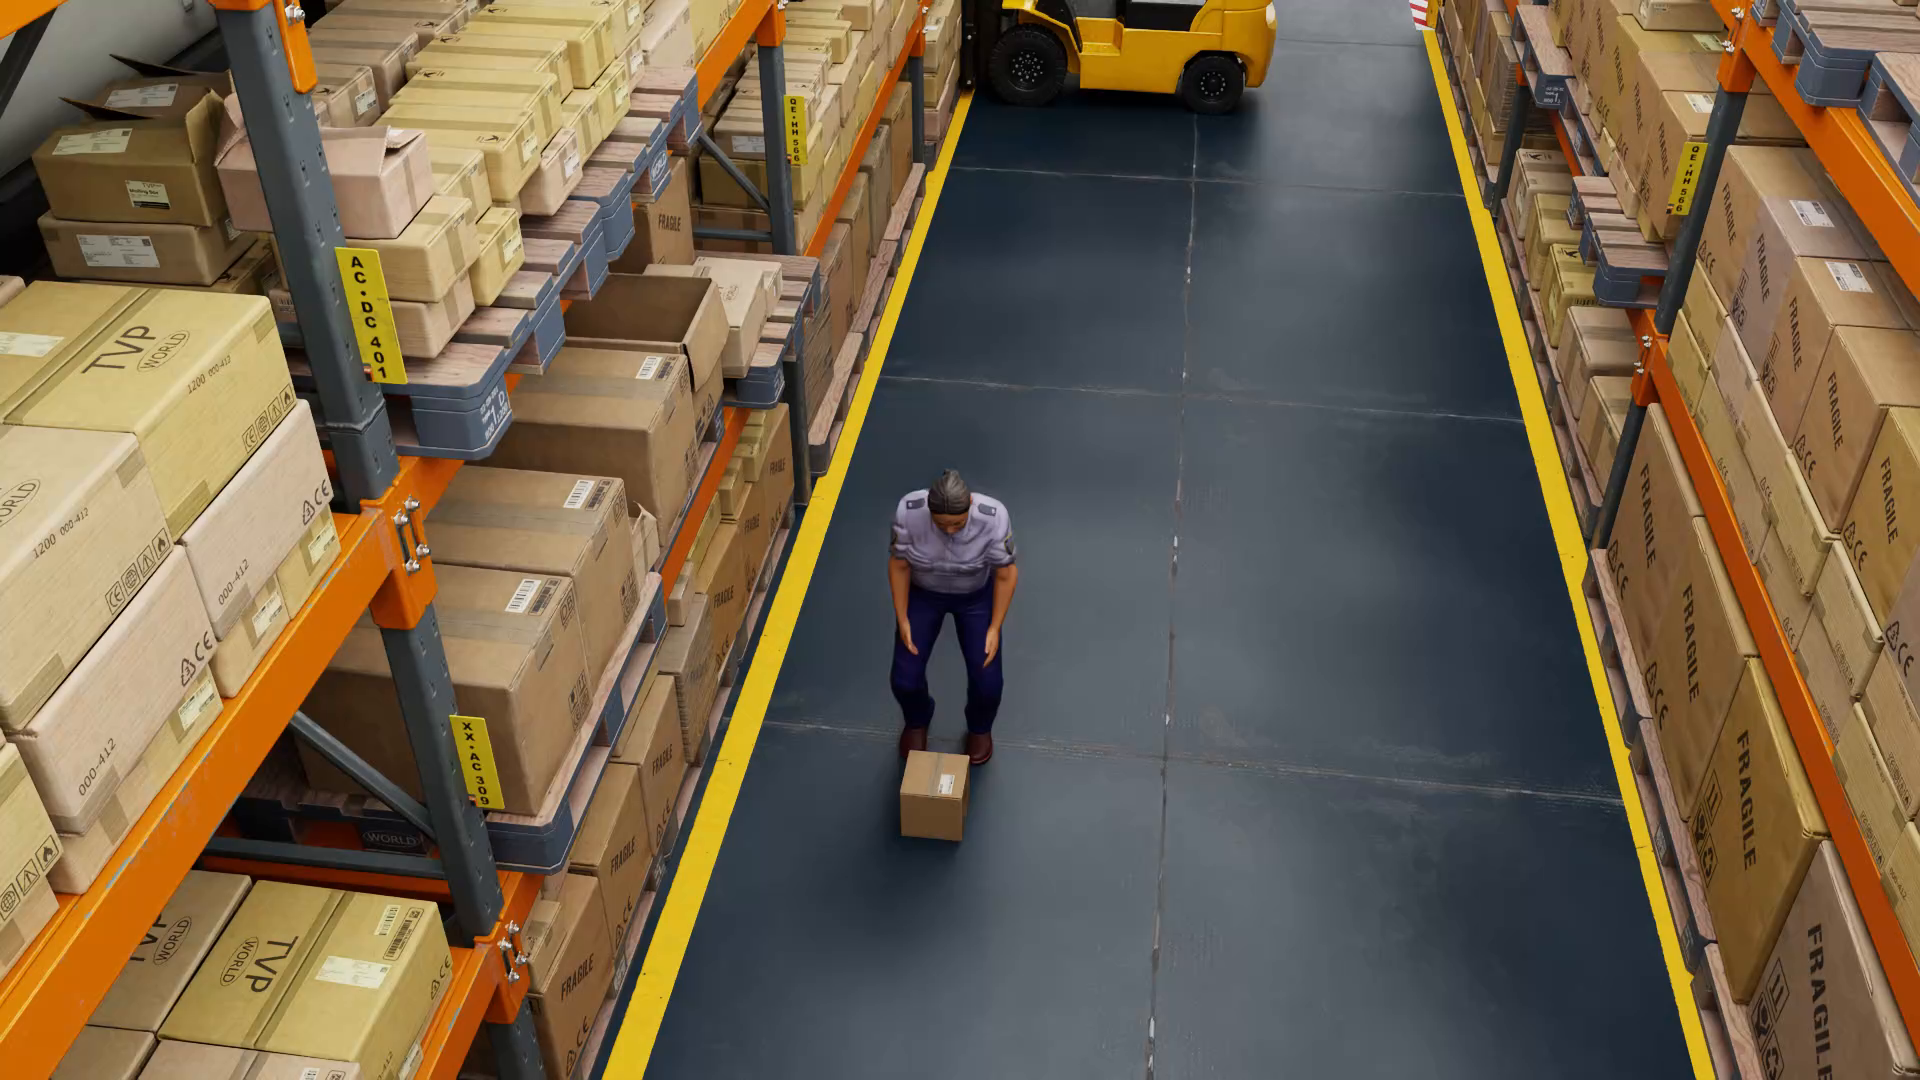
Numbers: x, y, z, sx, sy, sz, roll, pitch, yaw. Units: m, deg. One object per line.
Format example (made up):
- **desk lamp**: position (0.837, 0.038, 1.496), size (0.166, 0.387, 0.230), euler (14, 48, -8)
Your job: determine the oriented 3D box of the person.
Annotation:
- **person**: position (-0.066, 0.641, 6.890), size (0.522, 0.816, 0.902), euler (3, 36, 4)
